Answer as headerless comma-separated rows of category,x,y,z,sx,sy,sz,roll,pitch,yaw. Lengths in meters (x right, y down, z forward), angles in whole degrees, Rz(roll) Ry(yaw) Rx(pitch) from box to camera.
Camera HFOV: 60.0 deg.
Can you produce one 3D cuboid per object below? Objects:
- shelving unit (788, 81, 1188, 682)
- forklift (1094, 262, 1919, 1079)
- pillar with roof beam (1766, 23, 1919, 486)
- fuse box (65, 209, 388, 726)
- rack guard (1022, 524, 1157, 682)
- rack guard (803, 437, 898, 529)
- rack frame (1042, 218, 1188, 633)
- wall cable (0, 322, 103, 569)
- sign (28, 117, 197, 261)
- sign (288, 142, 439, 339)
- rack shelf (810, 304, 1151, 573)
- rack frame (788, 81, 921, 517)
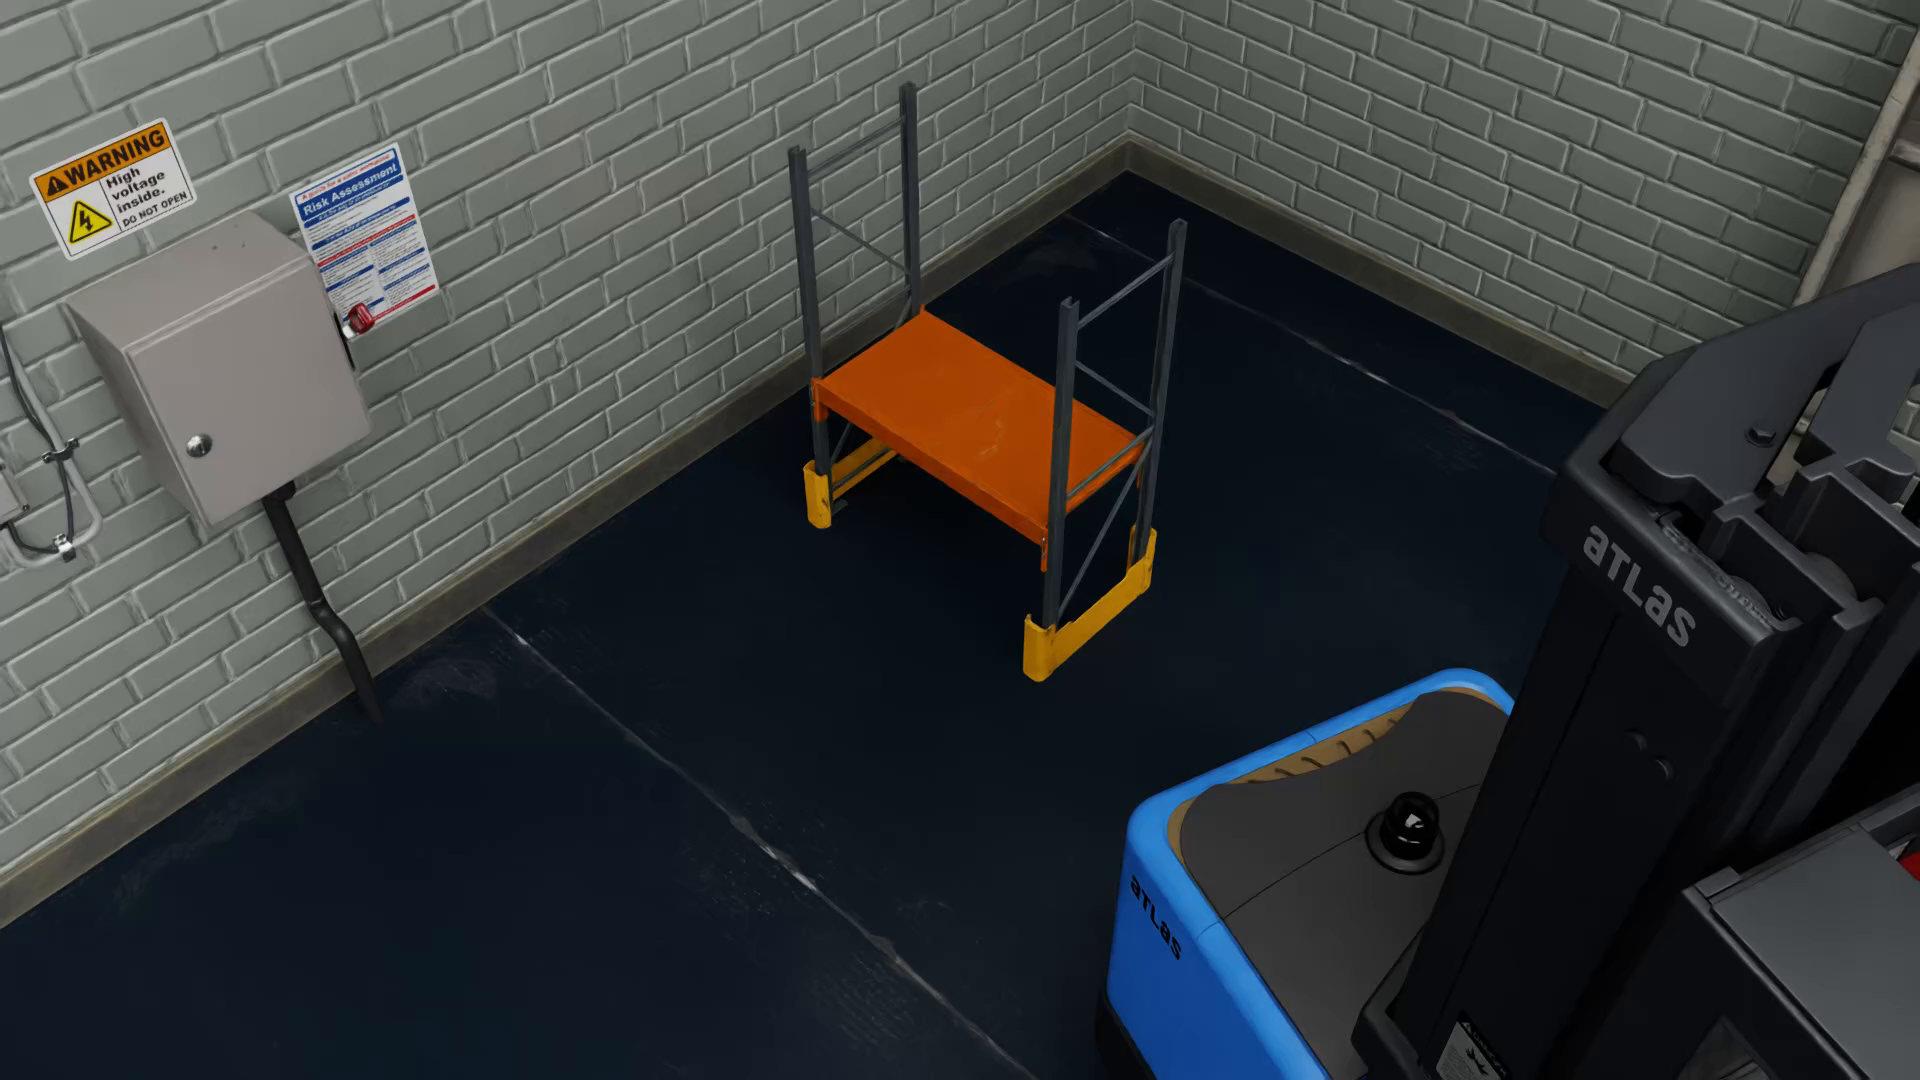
shelving unit,0.056,-0.476,5.168,1.083,1.500,0.587,34,55,28
forklift,1.467,1.137,2.672,1.130,2.935,3.031,-20,50,-18
pillar with roof beam,-0.086,-0.862,0.387,0.400,9.000,9.100,34,55,28
fuse box,-1.788,-0.026,4.600,0.414,1.711,0.539,34,55,28
rack guard,0.422,0.198,5.392,0.087,0.250,0.587,34,55,28
rack guard,-0.310,-0.294,5.855,0.087,0.250,0.587,34,55,28
rack frame,0.436,-0.220,4.928,0.032,1.500,0.500,34,55,28
wall cable,-2.366,-0.527,3.490,0.122,1.984,0.588,34,55,28
sign,-1.978,-0.822,3.898,0.001,0.242,0.339,34,55,28
sign,-1.605,-0.801,4.510,0.001,0.494,0.329,34,55,28
rack shelf,0.063,-0.348,5.295,1.000,0.185,0.538,34,55,28
rack frame,-0.311,-0.723,5.400,0.032,1.500,0.500,34,55,28
